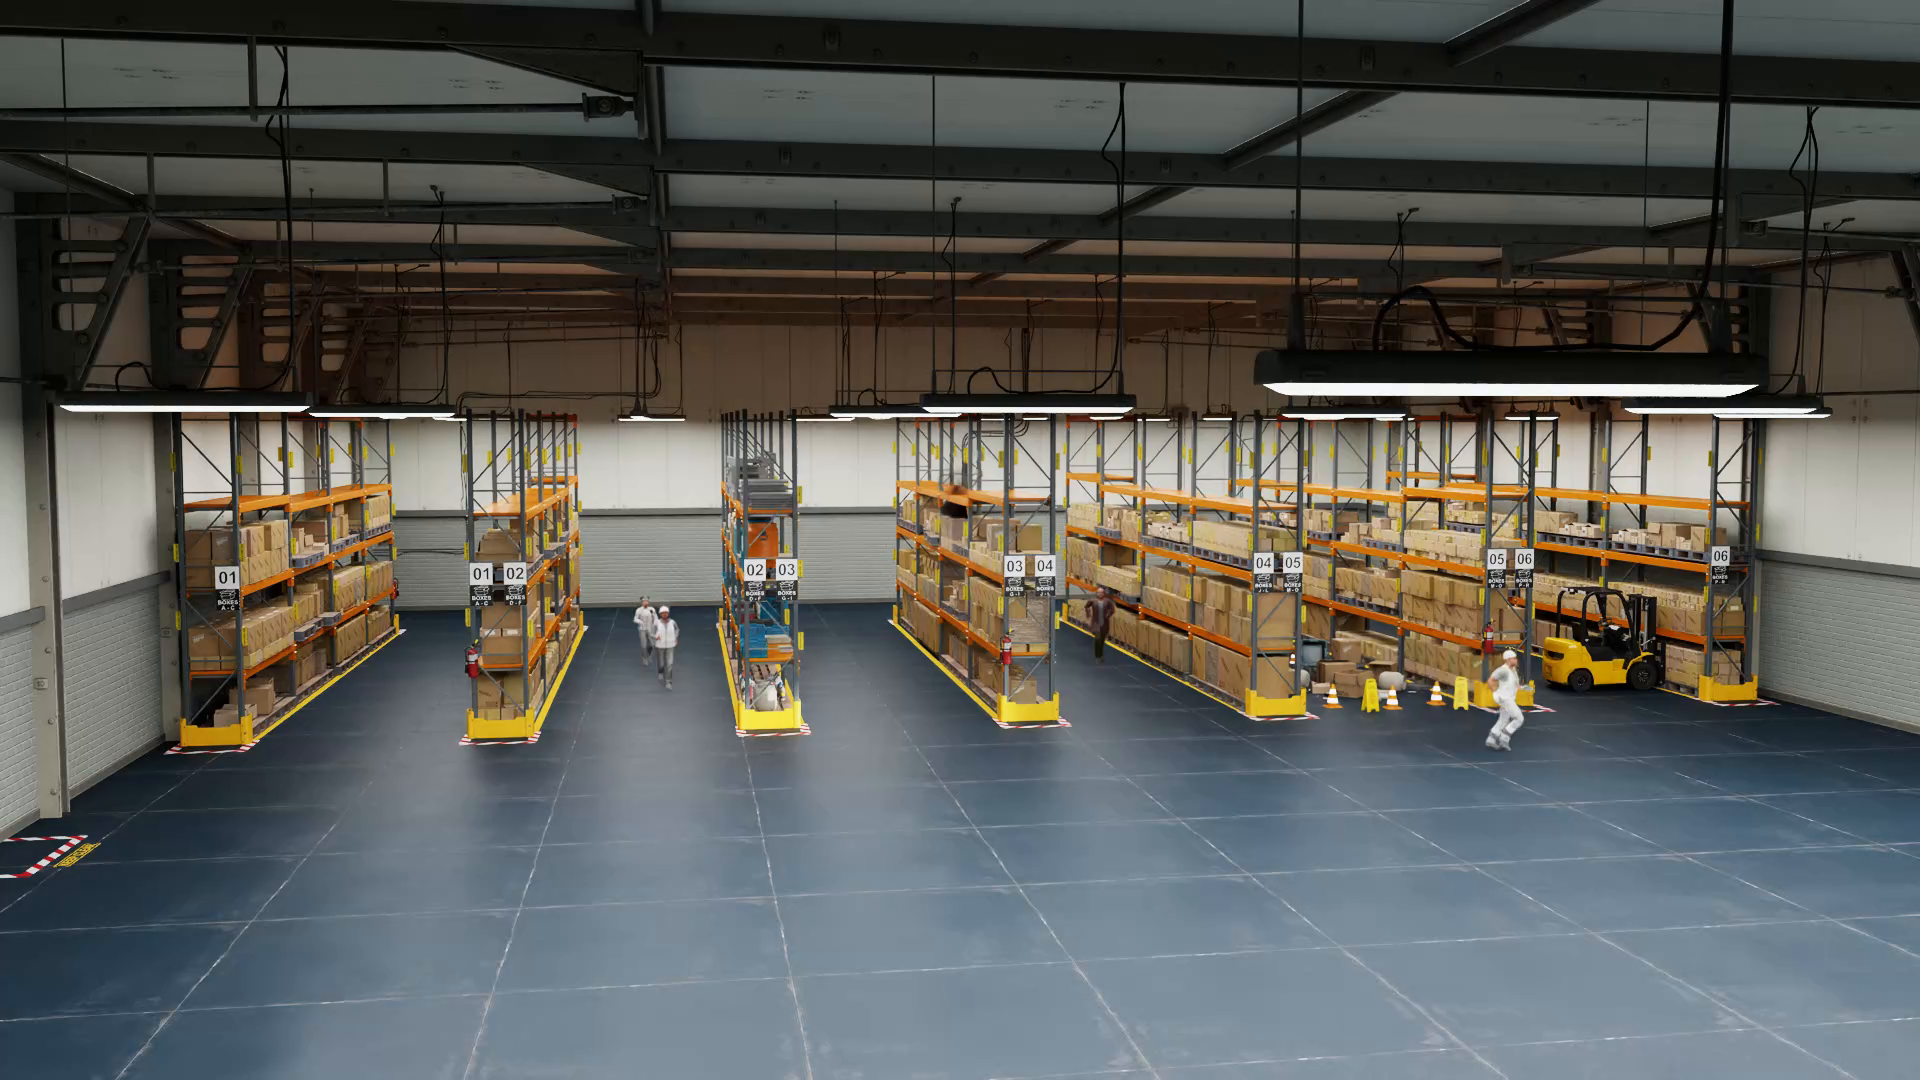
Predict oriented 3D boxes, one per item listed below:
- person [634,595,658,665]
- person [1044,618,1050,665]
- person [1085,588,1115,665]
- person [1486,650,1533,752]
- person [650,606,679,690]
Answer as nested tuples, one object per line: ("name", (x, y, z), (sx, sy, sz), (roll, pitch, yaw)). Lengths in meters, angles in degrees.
("person", (-7.404, 2.137, 39.353), (0.600, 1.661, 0.570), (-1, 4, -18))
("person", (1.986, 2.022, 39.969), (0.673, 1.793, 0.929), (-1, 4, -10))
("person", (3.374, 2.061, 39.897), (0.688, 1.842, 0.872), (0, 4, -7))
("person", (9.573, 2.808, 28.998), (0.786, 1.775, 0.648), (3, 5, 33))
("person", (-6.395, 2.318, 36.072), (0.661, 1.769, 0.936), (-1, 4, -18))
